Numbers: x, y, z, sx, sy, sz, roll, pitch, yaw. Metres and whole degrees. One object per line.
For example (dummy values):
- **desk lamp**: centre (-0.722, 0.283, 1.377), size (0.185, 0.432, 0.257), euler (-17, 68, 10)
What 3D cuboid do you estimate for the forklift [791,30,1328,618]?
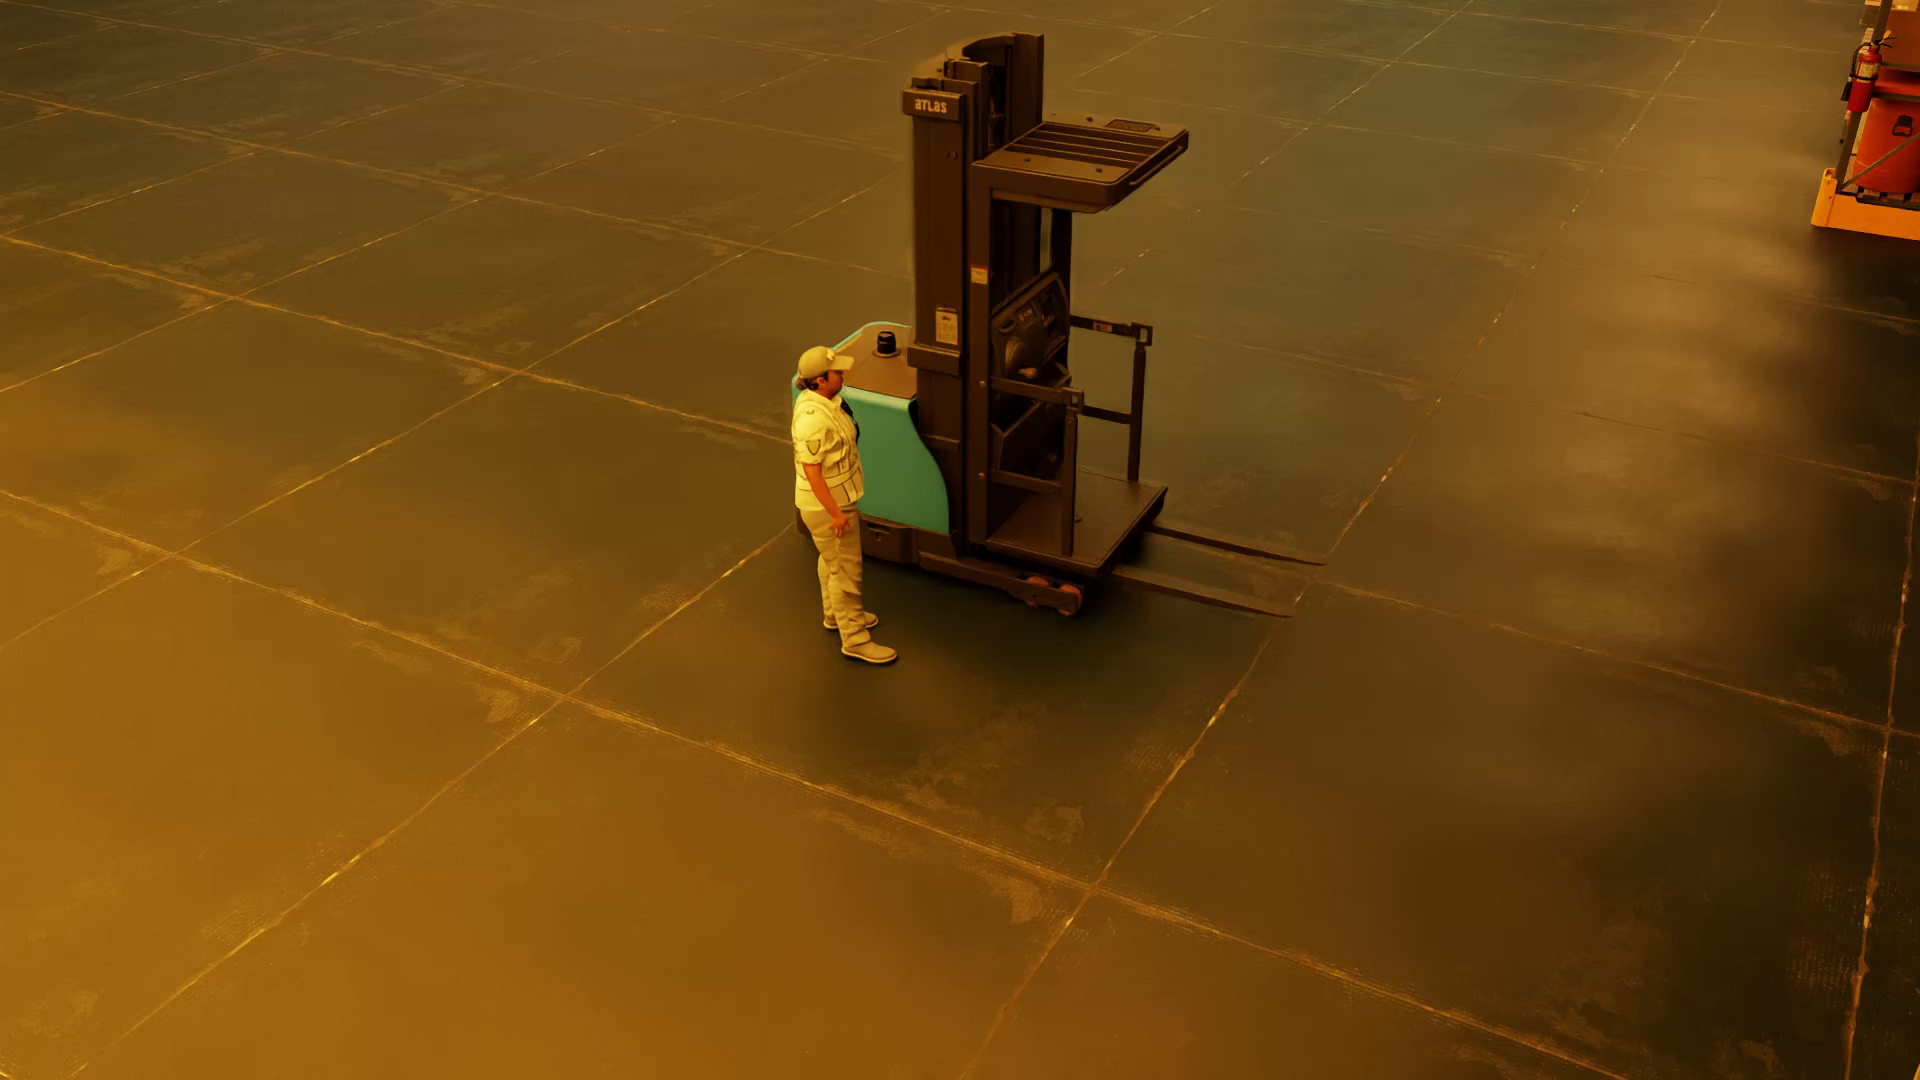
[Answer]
- **forklift**: centre (0.570, -1.155, 9.071), size (3.031, 2.935, 1.130), euler (14, 33, 23)

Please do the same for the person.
- **person**: centre (-0.602, -0.208, 8.690), size (0.520, 1.677, 0.607), euler (0, 30, -1)
